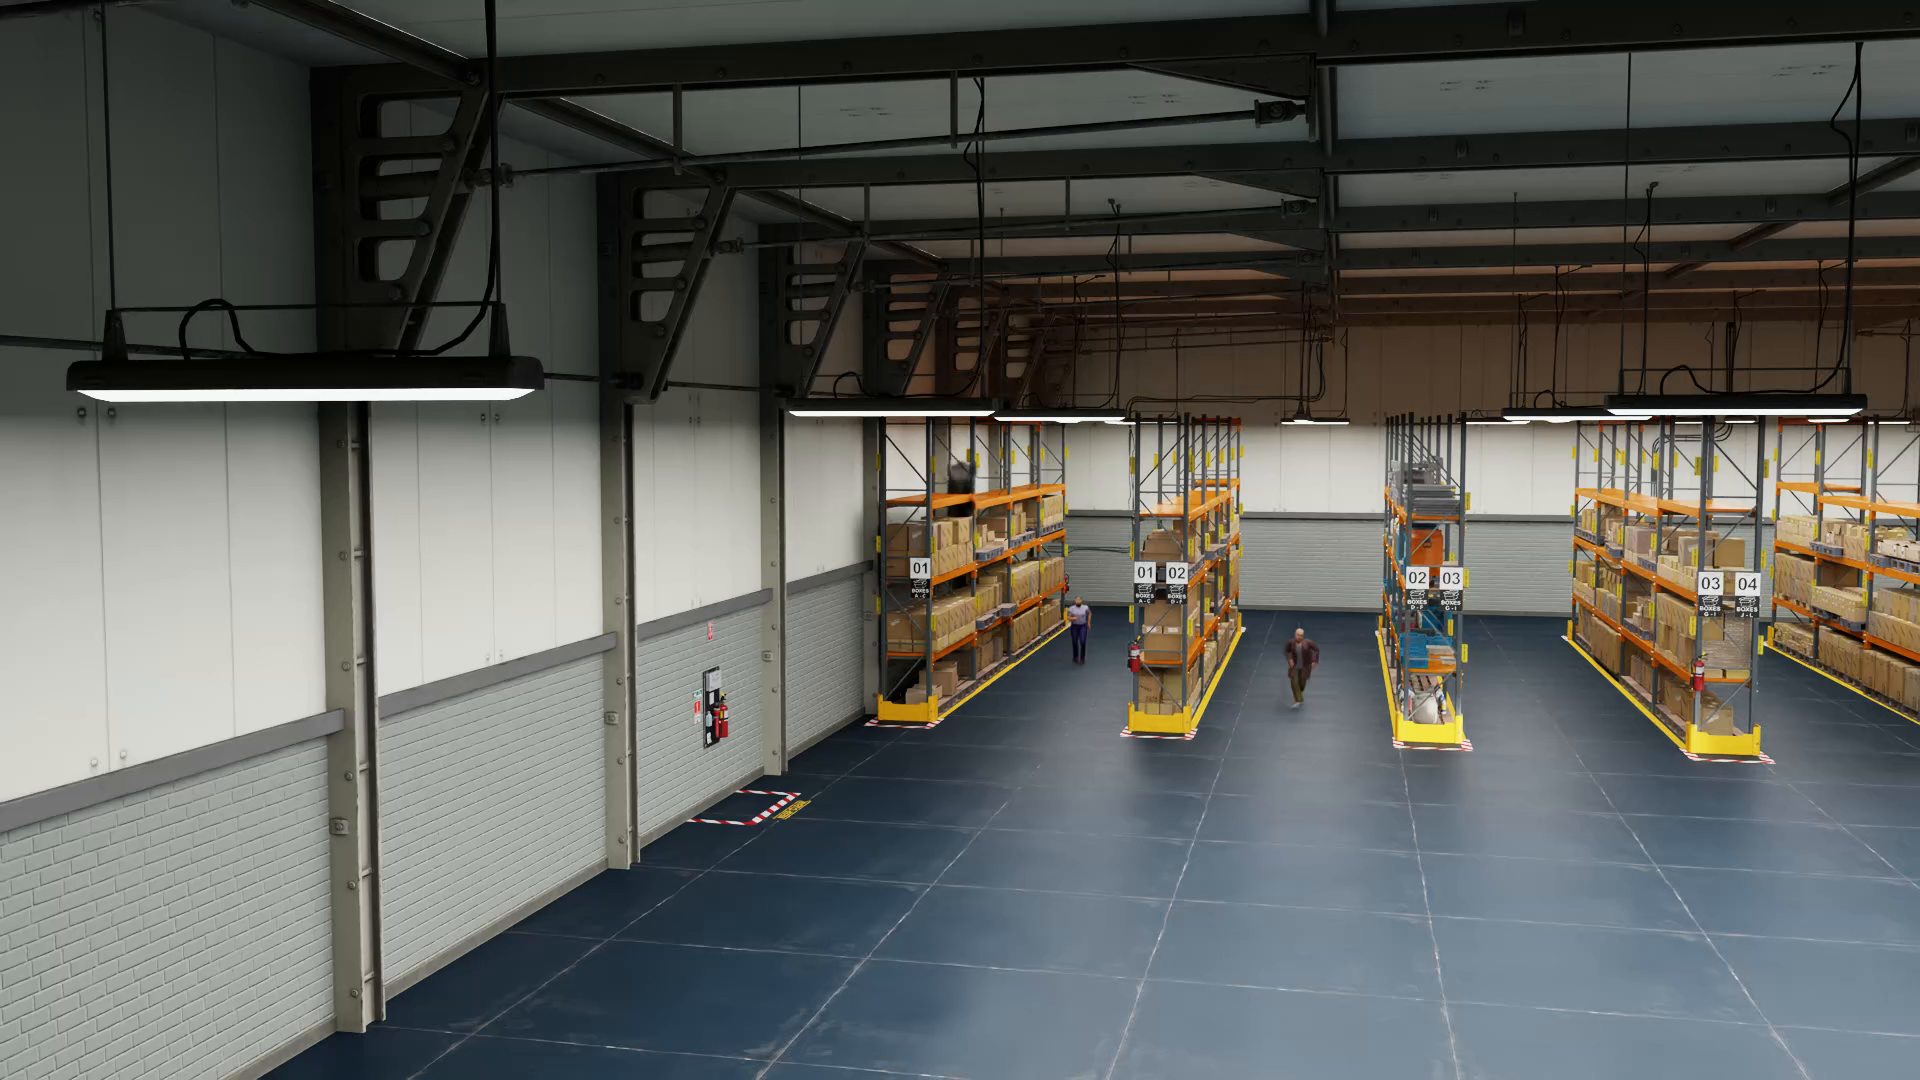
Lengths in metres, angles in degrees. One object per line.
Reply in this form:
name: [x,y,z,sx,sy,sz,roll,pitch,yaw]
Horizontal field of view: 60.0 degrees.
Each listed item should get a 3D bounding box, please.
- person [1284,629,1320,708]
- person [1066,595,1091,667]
person: [6.986,2.607,34.006,0.714,1.655,0.908,1,4,15]
person: [2.864,2.185,40.168,0.581,1.707,0.811,0,4,5]
